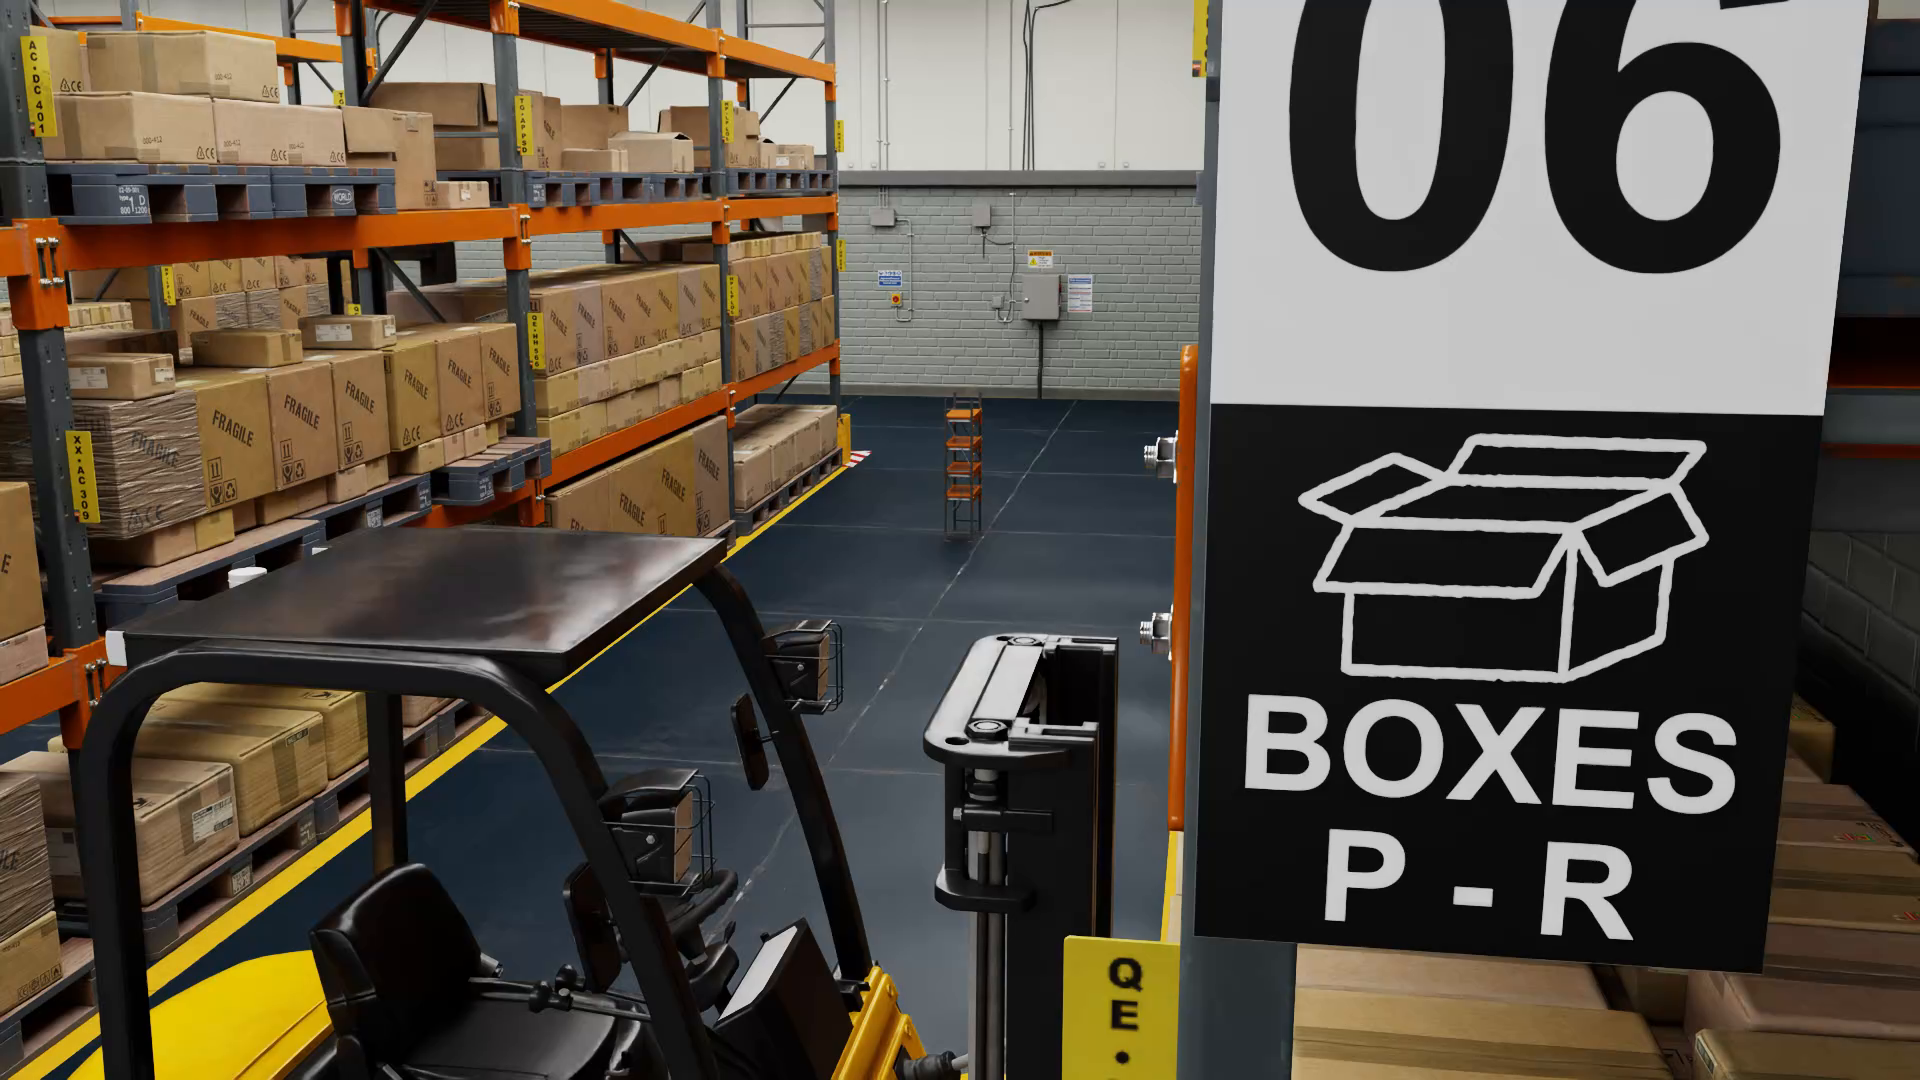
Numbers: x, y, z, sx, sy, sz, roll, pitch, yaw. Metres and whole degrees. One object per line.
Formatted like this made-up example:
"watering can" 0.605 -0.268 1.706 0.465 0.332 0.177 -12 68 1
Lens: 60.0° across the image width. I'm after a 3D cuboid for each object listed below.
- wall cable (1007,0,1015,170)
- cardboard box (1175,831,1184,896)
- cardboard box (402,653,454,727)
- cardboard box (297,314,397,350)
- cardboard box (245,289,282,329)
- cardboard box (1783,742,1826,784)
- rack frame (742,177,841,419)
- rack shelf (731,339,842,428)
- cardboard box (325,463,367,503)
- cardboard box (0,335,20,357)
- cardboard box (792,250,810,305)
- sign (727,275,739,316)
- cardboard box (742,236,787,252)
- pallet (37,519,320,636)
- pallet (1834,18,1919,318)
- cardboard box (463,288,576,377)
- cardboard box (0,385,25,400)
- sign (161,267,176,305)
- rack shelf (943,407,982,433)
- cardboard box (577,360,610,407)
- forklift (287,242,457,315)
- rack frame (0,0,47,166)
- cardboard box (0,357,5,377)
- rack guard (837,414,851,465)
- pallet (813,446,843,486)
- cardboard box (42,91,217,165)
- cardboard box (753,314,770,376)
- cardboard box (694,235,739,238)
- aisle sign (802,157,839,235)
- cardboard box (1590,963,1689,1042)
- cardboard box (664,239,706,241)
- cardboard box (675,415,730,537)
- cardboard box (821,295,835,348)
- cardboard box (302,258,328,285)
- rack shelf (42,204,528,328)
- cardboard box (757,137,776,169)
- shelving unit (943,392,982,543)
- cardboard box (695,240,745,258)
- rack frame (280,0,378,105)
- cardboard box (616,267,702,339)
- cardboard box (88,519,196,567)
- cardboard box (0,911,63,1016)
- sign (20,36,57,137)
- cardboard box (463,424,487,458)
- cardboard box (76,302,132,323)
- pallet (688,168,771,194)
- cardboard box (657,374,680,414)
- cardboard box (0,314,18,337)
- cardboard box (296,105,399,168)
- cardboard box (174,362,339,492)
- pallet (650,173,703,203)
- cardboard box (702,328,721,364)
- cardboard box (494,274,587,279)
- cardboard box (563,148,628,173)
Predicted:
"wall cable" -0.439 -6.413 22.390 2.355 3.000 0.029 2 12 9
"cardboard box" 0.897 1.087 4.987 0.500 0.250 0.500 2 12 8
"cardboard box" -3.211 0.704 8.848 0.950 0.372 0.625 2 12 8
"cardboard box" -2.981 -1.014 8.097 0.380 0.149 0.250 1 12 6
"cardboard box" -6.793 -2.115 15.743 0.500 0.500 0.500 2 12 7
"cardboard box" 1.098 0.389 2.586 0.380 0.149 0.250 2 12 10
"rack frame" -1.778 -2.312 17.601 1.000 3.000 0.127 2 12 9
"rack shelf" -2.086 -1.544 15.745 1.077 0.370 4.000 2 12 9
"cardboard box" -2.998 -0.272 7.733 0.380 0.149 0.250 2 12 11
"cardboard box" -7.365 -1.483 12.647 0.380 0.149 0.250 2 12 9
"cardboard box" -1.748 -2.529 15.997 0.500 0.500 0.500 2 12 8
"sign" -1.856 -1.991 13.552 0.100 0.325 0.005 2 12 9
"cardboard box" -1.836 -2.764 15.549 0.380 0.149 0.250 2 12 10
"pallet" -3.362 0.125 6.747 1.003 0.211 1.213 2 12 9
"pallet" 0.801 -0.391 1.776 1.003 0.211 1.213 2 12 9
"cardboard box" -2.691 -1.279 10.197 0.500 0.500 0.500 1 12 7
"cardboard box" -3.779 -0.317 6.405 0.500 0.500 0.500 2 12 8
"sign" -6.751 -2.167 14.182 0.100 0.325 0.005 2 12 9
"rack shelf" 0.025 -1.005 13.944 0.258 0.148 0.480 2 12 9
"cardboard box" -2.606 -1.023 10.788 0.500 0.250 0.500 2 12 10
"forklift" -5.030 -1.562 14.286 1.130 2.935 3.031 3 13 14
"rack frame" -3.624 -2.747 5.378 1.000 3.000 0.127 2 12 9
"cardboard box" -7.404 -1.285 12.436 0.380 0.149 0.250 1 12 7
"rack guard" -1.774 -1.095 17.888 1.175 0.500 0.348 2 12 9
"pallet" -1.824 -0.780 17.111 1.003 0.211 1.213 2 12 9
"cardboard box" -3.138 -1.521 6.170 0.500 0.250 0.500 2 12 7
"cardboard box" -1.981 -1.722 14.626 0.500 0.500 0.500 2 12 9
"cardboard box" -2.320 -2.832 15.865 0.380 0.149 0.250 2 12 9
"aisle sign" -1.461 -3.588 17.350 0.394 0.787 0.004 2 12 9
"cardboard box" 0.996 0.645 2.105 0.380 0.149 0.250 2 12 8
"cardboard box" -2.443 -2.565 14.623 0.380 0.149 0.250 2 12 8
"cardboard box" -2.410 -0.514 13.306 0.875 0.875 0.875 2 12 10
"cardboard box" -1.591 -2.252 17.085 0.500 0.500 0.500 2 12 9
"cardboard box" -6.658 -2.817 16.628 0.500 0.500 0.500 3 12 12
"rack shelf" -3.316 -1.345 7.702 1.077 0.370 4.000 2 12 9
"cardboard box" -2.058 -3.679 15.801 0.500 0.311 0.500 2 12 10
"shelving unit" 0.025 -0.621 14.027 0.258 1.200 0.503 2 12 9
"cardboard box" -2.067 -2.500 14.322 0.380 0.149 0.250 2 12 8
"rack frame" -6.685 -5.384 17.616 1.000 3.000 0.127 2 12 9
"cardboard box" -2.286 -1.808 12.651 0.500 0.500 0.500 2 12 10
"cardboard box" -3.226 -0.001 6.479 0.380 0.149 0.250 2 12 9
"cardboard box" -3.449 1.457 5.644 0.500 0.250 0.500 2 12 11
"sign" -3.086 -1.517 5.565 0.100 0.325 0.005 2 12 9
"cardboard box" -2.791 -0.541 8.984 0.380 0.149 0.250 2 12 8
"cardboard box" -7.169 -1.902 13.886 0.380 0.149 0.250 2 12 11
"pallet" -2.257 -3.072 14.219 1.003 0.211 1.213 2 12 9
"cardboard box" -2.389 -1.094 12.306 0.500 0.250 0.500 2 12 7
"cardboard box" -7.370 -1.631 12.628 0.380 0.149 0.250 1 12 6
"cardboard box" -3.215 -1.845 8.069 0.797 0.503 0.637 2 12 9
"cardboard box" -3.102 -0.509 7.293 0.500 0.500 0.500 2 12 8
"pallet" -2.485 -2.660 12.549 0.805 0.209 1.217 1 12 6
"cardboard box" -2.221 -1.551 13.238 0.500 0.250 0.500 2 12 9
"cardboard box" -2.949 -1.616 11.760 0.500 0.500 0.500 2 12 8
"cardboard box" -2.536 -2.638 11.553 0.380 0.166 0.250 3 13 13
